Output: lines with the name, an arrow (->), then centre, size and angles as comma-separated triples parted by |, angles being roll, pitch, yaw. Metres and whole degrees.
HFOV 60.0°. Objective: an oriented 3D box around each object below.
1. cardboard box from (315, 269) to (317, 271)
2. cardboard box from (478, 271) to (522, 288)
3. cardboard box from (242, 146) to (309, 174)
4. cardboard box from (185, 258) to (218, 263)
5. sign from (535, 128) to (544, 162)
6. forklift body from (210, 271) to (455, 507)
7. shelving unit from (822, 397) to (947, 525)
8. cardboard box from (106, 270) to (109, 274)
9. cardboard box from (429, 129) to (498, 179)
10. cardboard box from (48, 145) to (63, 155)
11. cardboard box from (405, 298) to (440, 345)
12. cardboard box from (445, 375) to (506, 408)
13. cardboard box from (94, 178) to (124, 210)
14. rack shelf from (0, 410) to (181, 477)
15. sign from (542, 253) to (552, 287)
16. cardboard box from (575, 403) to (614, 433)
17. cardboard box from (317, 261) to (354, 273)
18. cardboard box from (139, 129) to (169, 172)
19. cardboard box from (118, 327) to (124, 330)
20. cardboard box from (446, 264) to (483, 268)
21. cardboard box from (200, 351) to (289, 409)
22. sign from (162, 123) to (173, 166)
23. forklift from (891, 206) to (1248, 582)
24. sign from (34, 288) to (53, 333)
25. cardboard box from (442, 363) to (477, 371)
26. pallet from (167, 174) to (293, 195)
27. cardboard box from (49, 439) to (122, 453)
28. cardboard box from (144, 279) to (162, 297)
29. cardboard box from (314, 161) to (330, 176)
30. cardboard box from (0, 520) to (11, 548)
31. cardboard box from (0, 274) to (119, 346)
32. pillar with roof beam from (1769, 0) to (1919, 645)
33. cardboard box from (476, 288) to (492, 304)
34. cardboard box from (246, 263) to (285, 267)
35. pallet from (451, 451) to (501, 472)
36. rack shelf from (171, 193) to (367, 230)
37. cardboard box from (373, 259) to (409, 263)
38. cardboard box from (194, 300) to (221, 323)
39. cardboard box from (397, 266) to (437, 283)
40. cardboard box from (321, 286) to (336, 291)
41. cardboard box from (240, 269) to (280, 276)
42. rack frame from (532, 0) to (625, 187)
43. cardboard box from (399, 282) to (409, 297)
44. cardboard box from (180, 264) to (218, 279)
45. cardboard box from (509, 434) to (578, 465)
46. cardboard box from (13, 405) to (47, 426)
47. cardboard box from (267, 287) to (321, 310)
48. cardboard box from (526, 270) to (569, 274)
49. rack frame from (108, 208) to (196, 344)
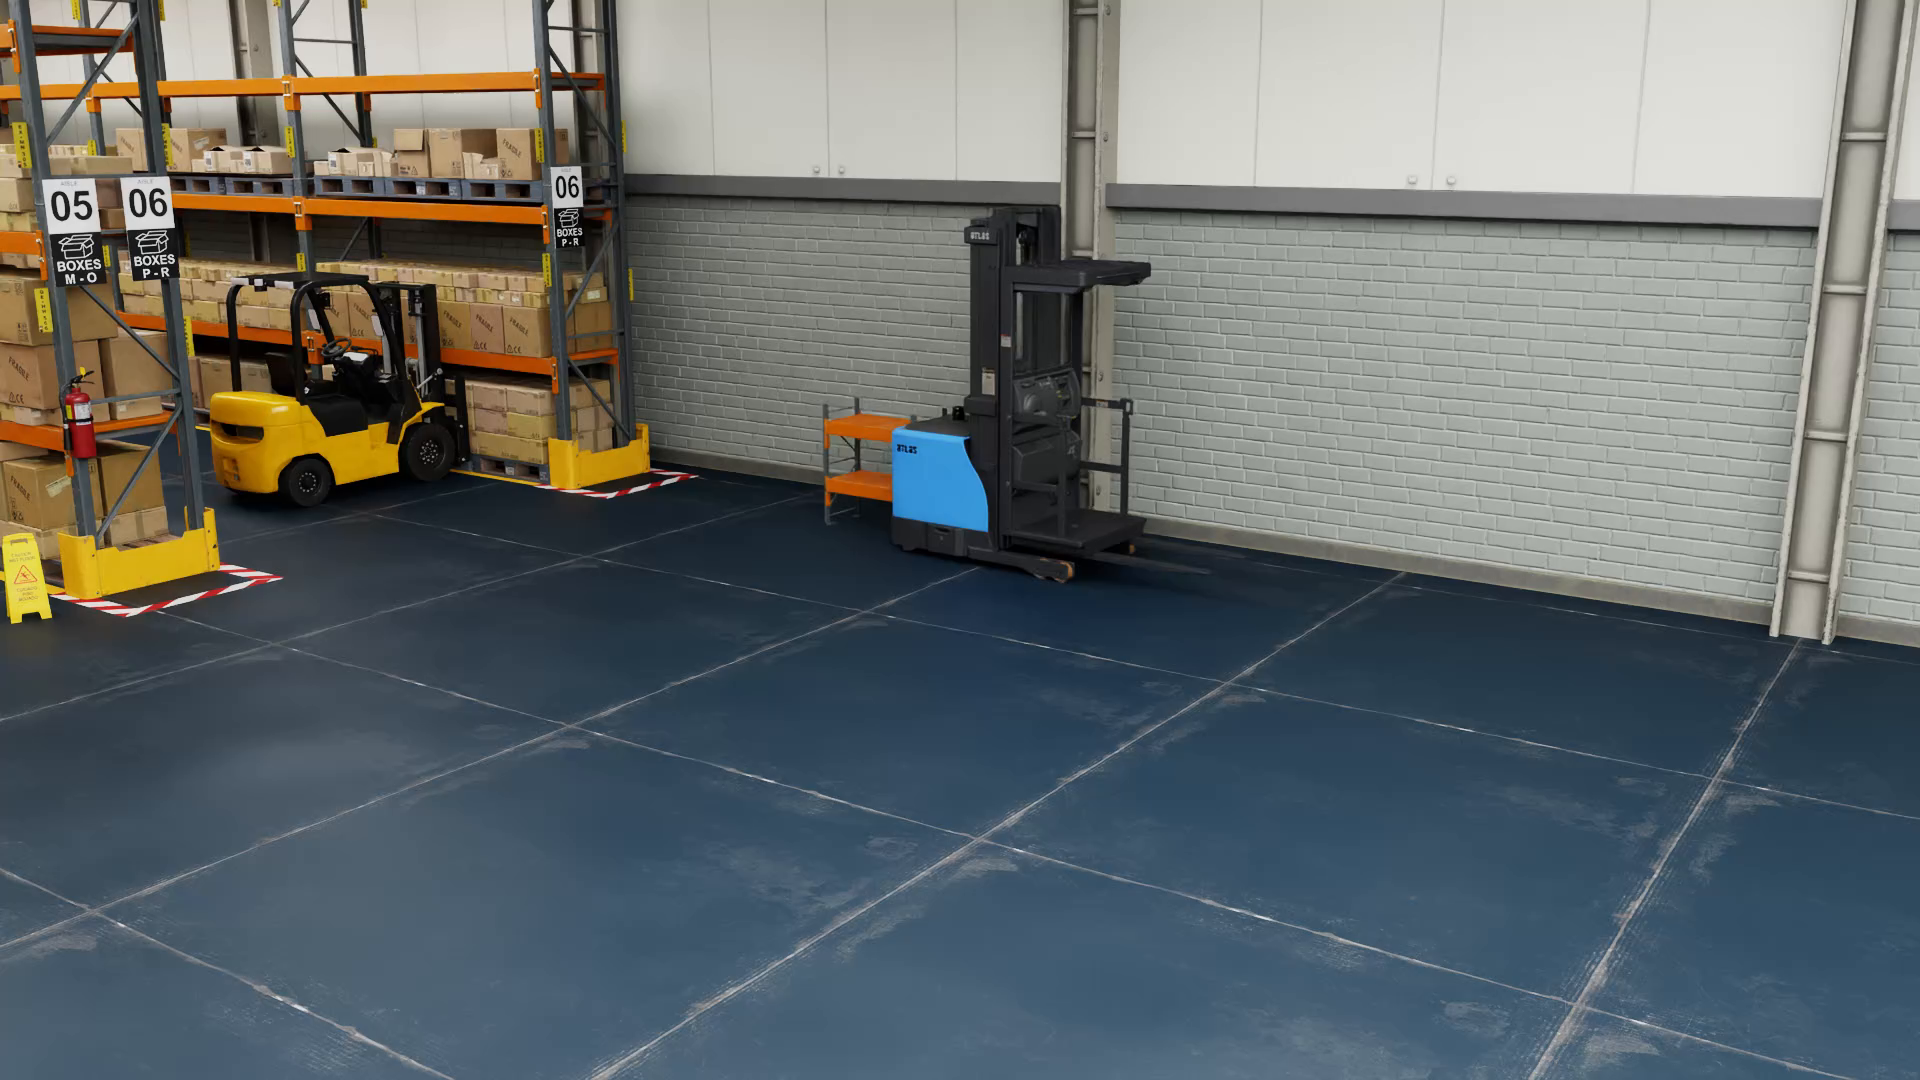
cardboard box -> -7.462, -3.141, 19.713 | 0.250, 0.149, 0.380 | 9, 16, 31
cardboard box -> -4.812, -2.724, 17.407 | 0.250, 0.149, 0.380 | 9, 17, 33
cardboard box -> -7.834, -4.355, 19.036 | 0.500, 0.311, 0.500 | 9, 16, 31
cardboard box -> -9.573, -3.479, 21.075 | 0.250, 0.149, 0.380 | 9, 17, 33
sign -> -4.092, -3.846, 16.199 | 0.005, 0.325, 0.100 | 9, 17, 33
forklift body -> -6.370, -1.584, 16.745 | 1.214, 2.155, 2.313 | 9, 17, 33
shelving unit -> -0.683, -0.666, 15.172 | 1.048, 1.125, 0.538 | 10, 17, 35
cardboard box -> -11.472, -3.386, 21.698 | 0.500, 0.250, 0.500 | 8, 16, 30
cardboard box -> -5.075, -4.030, 17.329 | 0.500, 0.500, 0.700 | 9, 17, 33
cardboard box -> -11.733, -5.027, 21.510 | 0.250, 0.149, 0.380 | 9, 16, 32
cardboard box -> -5.607, -2.373, 17.958 | 0.500, 0.500, 0.500 | 9, 17, 33
cardboard box -> -5.185, -1.592, 17.781 | 0.500, 0.250, 0.500 | 9, 17, 34
cardboard box -> -6.814, -2.763, 13.194 | 0.500, 0.250, 0.500 | 9, 16, 32
rack shelf -> -8.205, -1.034, 14.255 | 4.000, 0.370, 1.077 | 9, 17, 33
sign -> -4.092, -2.676, 16.488 | 0.005, 0.325, 0.100 | 9, 17, 33
cardboard box -> -4.052, -1.322, 17.727 | 0.500, 0.250, 0.500 | 10, 17, 34
cardboard box -> -6.998, -3.048, 18.715 | 0.250, 0.149, 0.380 | 10, 17, 34
cardboard box -> -9.477, -4.742, 20.203 | 0.500, 0.500, 0.700 | 9, 16, 32
cardboard box -> -7.215, -1.496, 13.796 | 0.500, 0.500, 0.500 | 10, 17, 35
cardboard box -> -5.426, -2.949, 18.315 | 0.250, 0.149, 0.380 | 10, 17, 34
cardboard box -> -8.801, -1.967, 20.593 | 0.625, 0.625, 0.875 | 8, 16, 31
sign -> -6.242, -3.104, 13.057 | 0.005, 0.325, 0.100 | 9, 17, 33
forklift -> 0.892, -1.224, 13.667 | 3.031, 2.935, 1.130 | 10, 17, 35
sign -> -6.871, -1.723, 12.472 | 0.005, 0.325, 0.100 | 9, 17, 33
cardboard box -> -5.740, -1.833, 18.754 | 0.500, 0.250, 0.500 | 9, 17, 33
pallet -> -8.874, -4.320, 20.183 | 1.213, 0.211, 1.003 | 10, 17, 35
cardboard box -> -7.516, -0.584, 14.227 | 0.500, 0.500, 0.500 | 8, 16, 31
cardboard box -> -9.769, -3.172, 20.668 | 0.500, 0.250, 0.500 | 10, 17, 35
cardboard box -> -6.894, -4.107, 18.372 | 0.250, 0.149, 0.380 | 10, 17, 34
cardboard box -> -7.791, -0.110, 13.874 | 0.500, 0.250, 0.500 | 9, 17, 33
cardboard box -> -7.091, -1.818, 13.018 | 0.500, 0.500, 0.700 | 9, 16, 31
pillar with roof beam -> 3.702, -2.823, 7.499 | 0.400, 9.000, 9.100 | 9, 17, 33
cardboard box -> -4.831, -2.570, 17.405 | 0.250, 0.149, 0.380 | 9, 17, 32
cardboard box -> -8.508, -3.309, 20.389 | 0.250, 0.149, 0.380 | 9, 17, 33
pallet -> -5.444, -1.010, 18.463 | 1.213, 0.211, 1.003 | 9, 17, 33
rack shelf -> -8.757, -4.017, 20.062 | 4.000, 0.370, 1.077 | 9, 17, 33
cardboard box -> -6.478, -3.125, 19.028 | 0.250, 0.149, 0.380 | 9, 16, 31
cardboard box -> -8.909, -2.791, 20.168 | 0.500, 0.250, 0.500 | 10, 17, 35
cardboard box -> -5.885, -2.891, 18.081 | 0.250, 0.149, 0.380 | 9, 17, 33
cardboard box -> -6.979, -2.910, 18.778 | 0.250, 0.149, 0.380 | 9, 16, 32
cardboard box -> -8.195, -3.090, 19.505 | 0.250, 0.149, 0.380 | 9, 16, 31
rack frame -> -3.778, -5.017, 16.365 | 0.127, 3.000, 1.000 | 9, 17, 33
cardboard box -> -5.933, -2.733, 18.061 | 0.250, 0.149, 0.380 | 9, 16, 31
cardboard box -> -9.239, -3.269, 20.229 | 0.250, 0.149, 0.380 | 10, 17, 34
cardboard box -> -4.344, -0.974, 17.365 | 0.500, 0.250, 0.500 | 9, 17, 33
cardboard box -> -7.247, -1.013, 13.194 | 0.250, 0.149, 0.380 | 9, 16, 32
cardboard box -> -7.647, -2.826, 19.271 | 0.500, 0.250, 0.500 | 9, 16, 32
cardboard box -> -4.363, -2.775, 17.614 | 0.250, 0.149, 0.380 | 10, 17, 34
rack frame -> -10.416, -3.178, 21.419 | 0.127, 3.000, 1.000 | 9, 17, 33
